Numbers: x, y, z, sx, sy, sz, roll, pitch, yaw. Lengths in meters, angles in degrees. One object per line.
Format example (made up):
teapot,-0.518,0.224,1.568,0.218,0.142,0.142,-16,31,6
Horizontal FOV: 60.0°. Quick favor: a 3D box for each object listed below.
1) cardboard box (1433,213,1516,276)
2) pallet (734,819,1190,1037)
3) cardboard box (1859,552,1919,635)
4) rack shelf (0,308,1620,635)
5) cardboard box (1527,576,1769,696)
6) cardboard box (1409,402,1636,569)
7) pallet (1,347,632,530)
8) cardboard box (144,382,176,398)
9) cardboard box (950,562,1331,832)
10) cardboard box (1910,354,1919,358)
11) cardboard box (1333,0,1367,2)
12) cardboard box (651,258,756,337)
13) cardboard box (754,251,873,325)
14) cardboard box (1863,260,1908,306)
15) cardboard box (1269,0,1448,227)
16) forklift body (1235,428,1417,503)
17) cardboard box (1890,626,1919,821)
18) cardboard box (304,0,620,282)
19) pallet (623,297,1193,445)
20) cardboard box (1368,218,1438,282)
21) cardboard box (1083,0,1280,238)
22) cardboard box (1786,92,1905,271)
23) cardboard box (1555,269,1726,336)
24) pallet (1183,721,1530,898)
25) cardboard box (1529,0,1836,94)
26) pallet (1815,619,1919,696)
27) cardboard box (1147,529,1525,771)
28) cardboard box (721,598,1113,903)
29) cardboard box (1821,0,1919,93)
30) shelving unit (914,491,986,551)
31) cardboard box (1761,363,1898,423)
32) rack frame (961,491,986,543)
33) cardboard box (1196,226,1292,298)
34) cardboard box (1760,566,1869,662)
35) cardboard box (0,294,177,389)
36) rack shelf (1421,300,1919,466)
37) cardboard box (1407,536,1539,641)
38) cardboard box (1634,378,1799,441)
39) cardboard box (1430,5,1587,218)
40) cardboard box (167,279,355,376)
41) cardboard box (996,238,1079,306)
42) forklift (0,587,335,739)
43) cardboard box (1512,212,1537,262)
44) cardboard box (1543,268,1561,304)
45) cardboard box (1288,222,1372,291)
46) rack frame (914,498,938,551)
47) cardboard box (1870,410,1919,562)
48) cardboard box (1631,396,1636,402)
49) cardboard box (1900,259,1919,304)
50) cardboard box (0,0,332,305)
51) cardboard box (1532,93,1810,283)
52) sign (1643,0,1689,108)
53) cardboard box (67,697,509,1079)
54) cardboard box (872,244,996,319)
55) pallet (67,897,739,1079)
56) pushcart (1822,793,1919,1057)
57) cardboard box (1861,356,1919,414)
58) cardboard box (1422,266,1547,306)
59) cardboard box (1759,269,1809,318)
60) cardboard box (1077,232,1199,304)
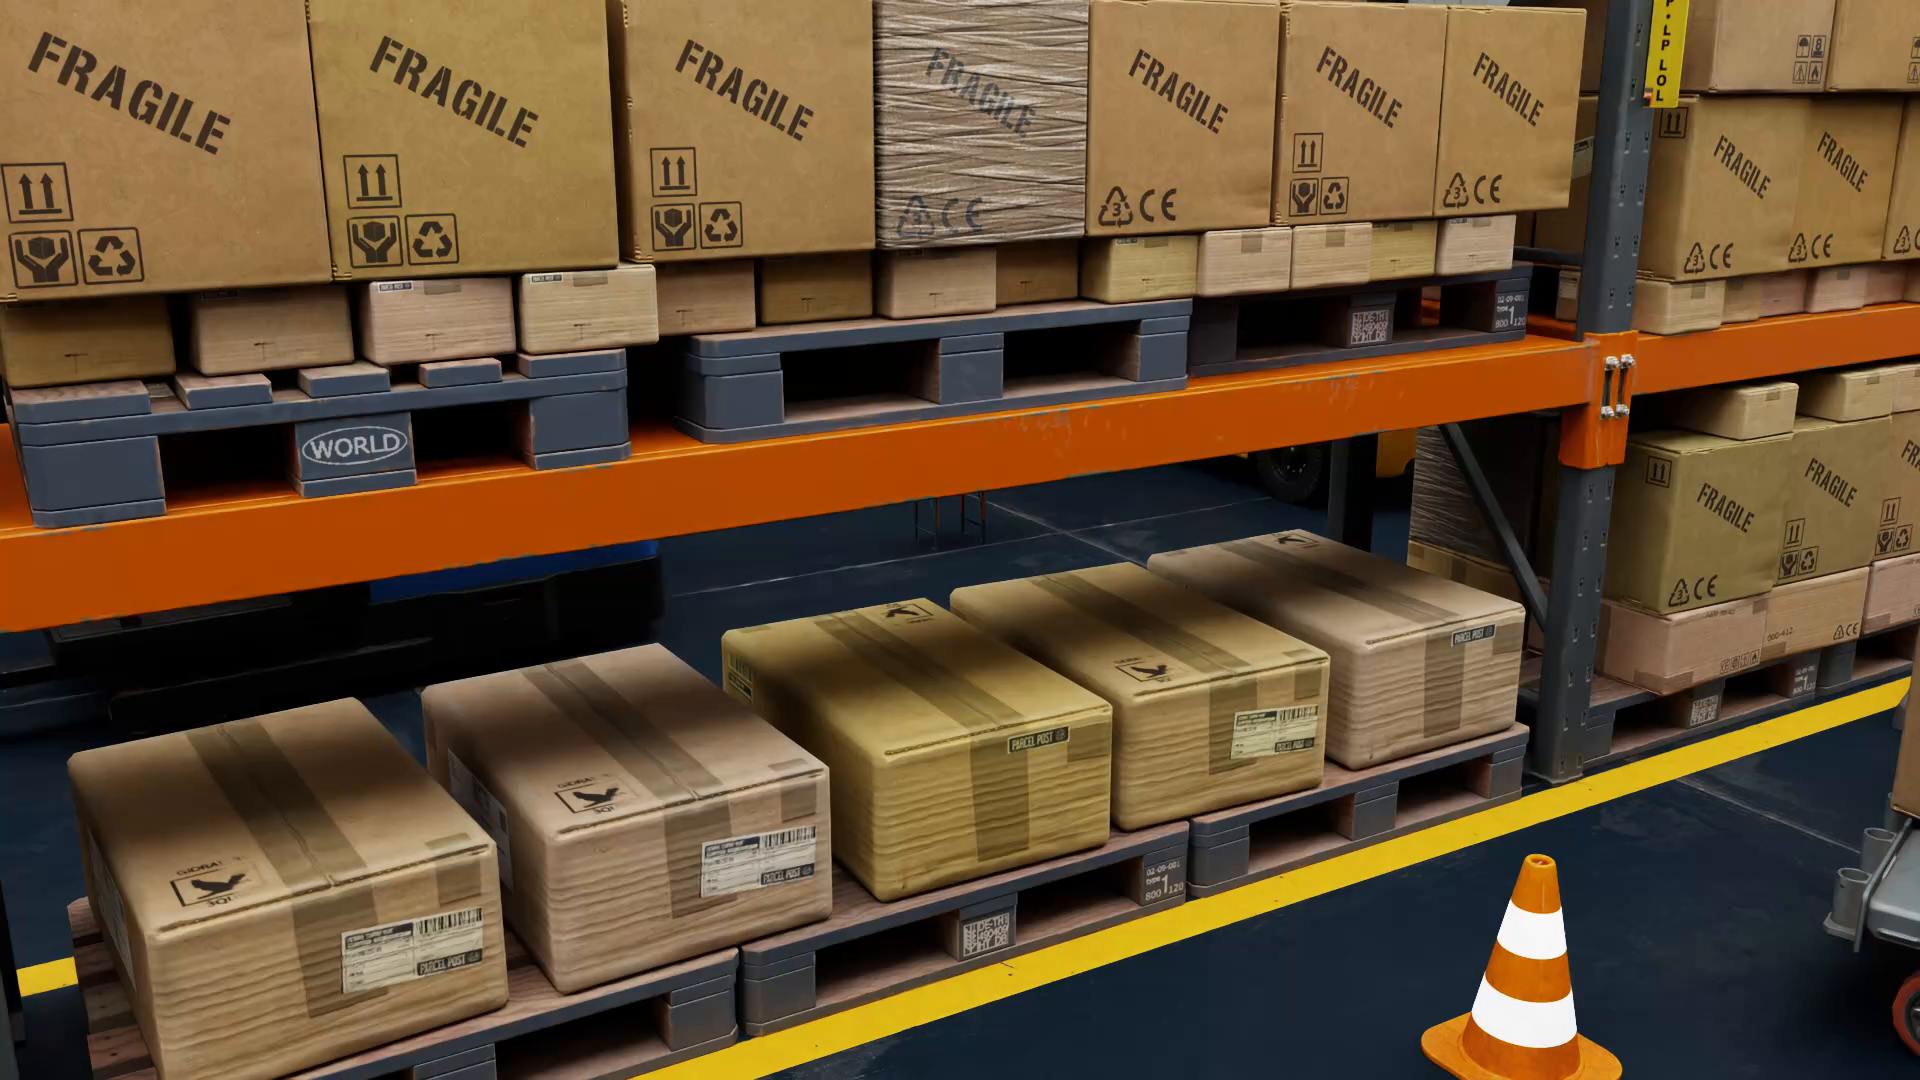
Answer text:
cardboard box,1.223,-0.792,4.367,0.250,0.149,0.380,-9,18,-29
pallet,-0.191,0.775,4.253,1.213,0.211,1.003,-9,18,-30
cardboard box,3.072,0.105,5.796,0.500,0.250,0.500,-9,18,-30
rack shelf,-0.192,-0.222,3.978,4.000,0.370,1.077,-9,18,-30
cardboard box,2.167,0.256,5.257,0.500,0.250,0.500,-10,19,-32
cardboard box,1.891,-0.230,5.600,0.500,0.500,0.500,-9,18,-30
pallet,-1.351,-0.322,3.356,1.003,0.211,1.213,-9,18,-30
cardboard box,-3.924,-0.581,7.546,0.625,0.625,0.875,-9,18,-28
cardboard box,0.459,0.391,4.549,0.625,0.372,0.950,-8,18,-26
cardboard box,3.651,-0.517,6.622,0.500,0.500,0.500,-10,19,-32
cardboard box,0.937,-1.569,4.733,0.250,0.149,0.380,-9,18,-30
cardboard box,-0.601,-0.518,3.387,0.250,0.149,0.380,-8,18,-26
cardboard box,-0.379,-0.566,3.559,0.250,0.149,0.380,-8,18,-28
cardboard box,2.802,-0.857,5.375,0.250,0.149,0.380,-9,18,-30
cardboard box,0.820,-1.054,4.097,0.500,0.500,0.500,-9,18,-29
forklift body,1.706,-1.456,8.619,1.214,2.155,2.313,-9,18,-30
cardboard box,2.465,0.400,3.653,0.500,0.500,0.500,-9,18,-30
cardboard box,-0.959,-0.767,3.075,0.500,0.500,0.500,-8,18,-27
pallet,-0.231,-0.483,3.930,1.213,0.211,1.003,-9,18,-30
cardboard box,0.988,-0.760,4.250,0.250,0.149,0.380,-10,18,-31
cardboard box,0.375,-0.983,3.846,0.500,0.500,0.500,-9,18,-28
cardboard box,2.461,-1.110,5.075,0.500,0.500,0.500,-9,18,-30
cardboard box,1.957,-0.695,4.798,0.250,0.149,0.380,-9,18,-30
pallet,0.856,0.605,4.861,1.213,0.211,1.003,-9,18,-30
cardboard box,2.011,-1.530,4.723,0.500,0.500,0.700,-9,18,-30
pallet,3.127,0.224,6.220,1.213,0.211,1.003,-9,18,-30
cardboard box,1.074,0.290,4.908,0.625,0.372,0.950,-9,18,-29
cardboard box,-0.136,0.488,4.203,0.625,0.372,0.950,-9,18,-28
cardboard box,2.460,-1.596,4.958,0.500,0.500,0.700,-9,18,-29
shelving unit,-0.046,-0.498,7.242,0.252,1.050,0.215,-9,18,-30
cardboard box,2.745,-0.493,5.337,0.250,0.149,0.380,-8,18,-28
rack frame,0.059,-0.515,7.302,0.008,1.050,0.200,-9,18,-30
cardboard box,0.569,-0.679,3.964,0.250,0.149,0.380,-9,18,-29
cardboard box,2.619,0.179,5.531,0.500,0.250,0.500,-8,18,-27
cardboard box,-1.532,-0.374,2.874,0.250,0.149,0.380,-10,19,-33
rack shelf,3.237,-0.778,5.961,4.000,0.370,1.077,-9,18,-30
cardboard box,1.891,0.131,5.702,0.500,0.250,0.500,-8,18,-27
cardboard box,2.305,-0.421,5.080,0.250,0.149,0.380,-9,18,-29
cardboard box,1.244,-1.123,4.344,0.500,0.500,0.500,-10,18,-31
cardboard box,-1.273,-0.405,2.986,0.250,0.149,0.380,-11,19,-33
cardboard box,0.063,-0.641,3.827,0.250,0.149,0.380,-10,18,-32
forklift,-2.611,-0.953,5.379,3.031,2.935,1.121,-10,19,-32
cardboard box,1.775,-1.157,5.244,0.500,0.500,0.500,-10,18,-31
cardboard box,1.851,-0.877,5.447,0.250,0.149,0.380,-9,18,-28
cardboard box,0.786,-0.716,4.093,0.250,0.149,0.380,-10,18,-31
rack frame,-0.150,-0.481,7.181,0.008,1.050,0.200,-9,18,-30
cardboard box,3.065,-0.254,5.686,0.500,0.500,0.500,-8,18,-27
cardboard box,2.326,-0.301,5.854,0.500,0.500,0.500,-9,18,-29
cardboard box,3.059,-0.871,5.424,0.250,0.149,0.380,-9,18,-29
cardboard box,-1.402,-0.693,2.811,0.500,0.500,0.500,-10,18,-31
cardboard box,2.043,-1.035,4.807,0.500,0.500,0.500,-9,18,-30
sign,1.811,-1.276,4.260,0.005,0.325,0.100,-9,18,-30
cardboard box,-1.417,0.696,3.459,0.625,0.372,0.950,-11,19,-33
cardboard box,-0.122,-0.587,3.635,0.250,0.149,0.380,-9,18,-28
pallet,-1.236,0.944,3.651,1.213,0.211,1.003,-9,18,-30
pushcart,2.739,0.937,3.369,1.648,0.377,0.936,12,20,37
cardboard box,2.974,-0.531,5.473,0.250,0.149,0.380,-8,18,-27
cardboard box,1.641,-0.841,5.317,0.250,0.149,0.380,-9,18,-30
cardboard box,2.359,-0.786,5.123,0.250,0.149,0.380,-9,18,-30
cardboard box,0.341,-0.654,3.873,0.250,0.149,0.380,-9,18,-30
